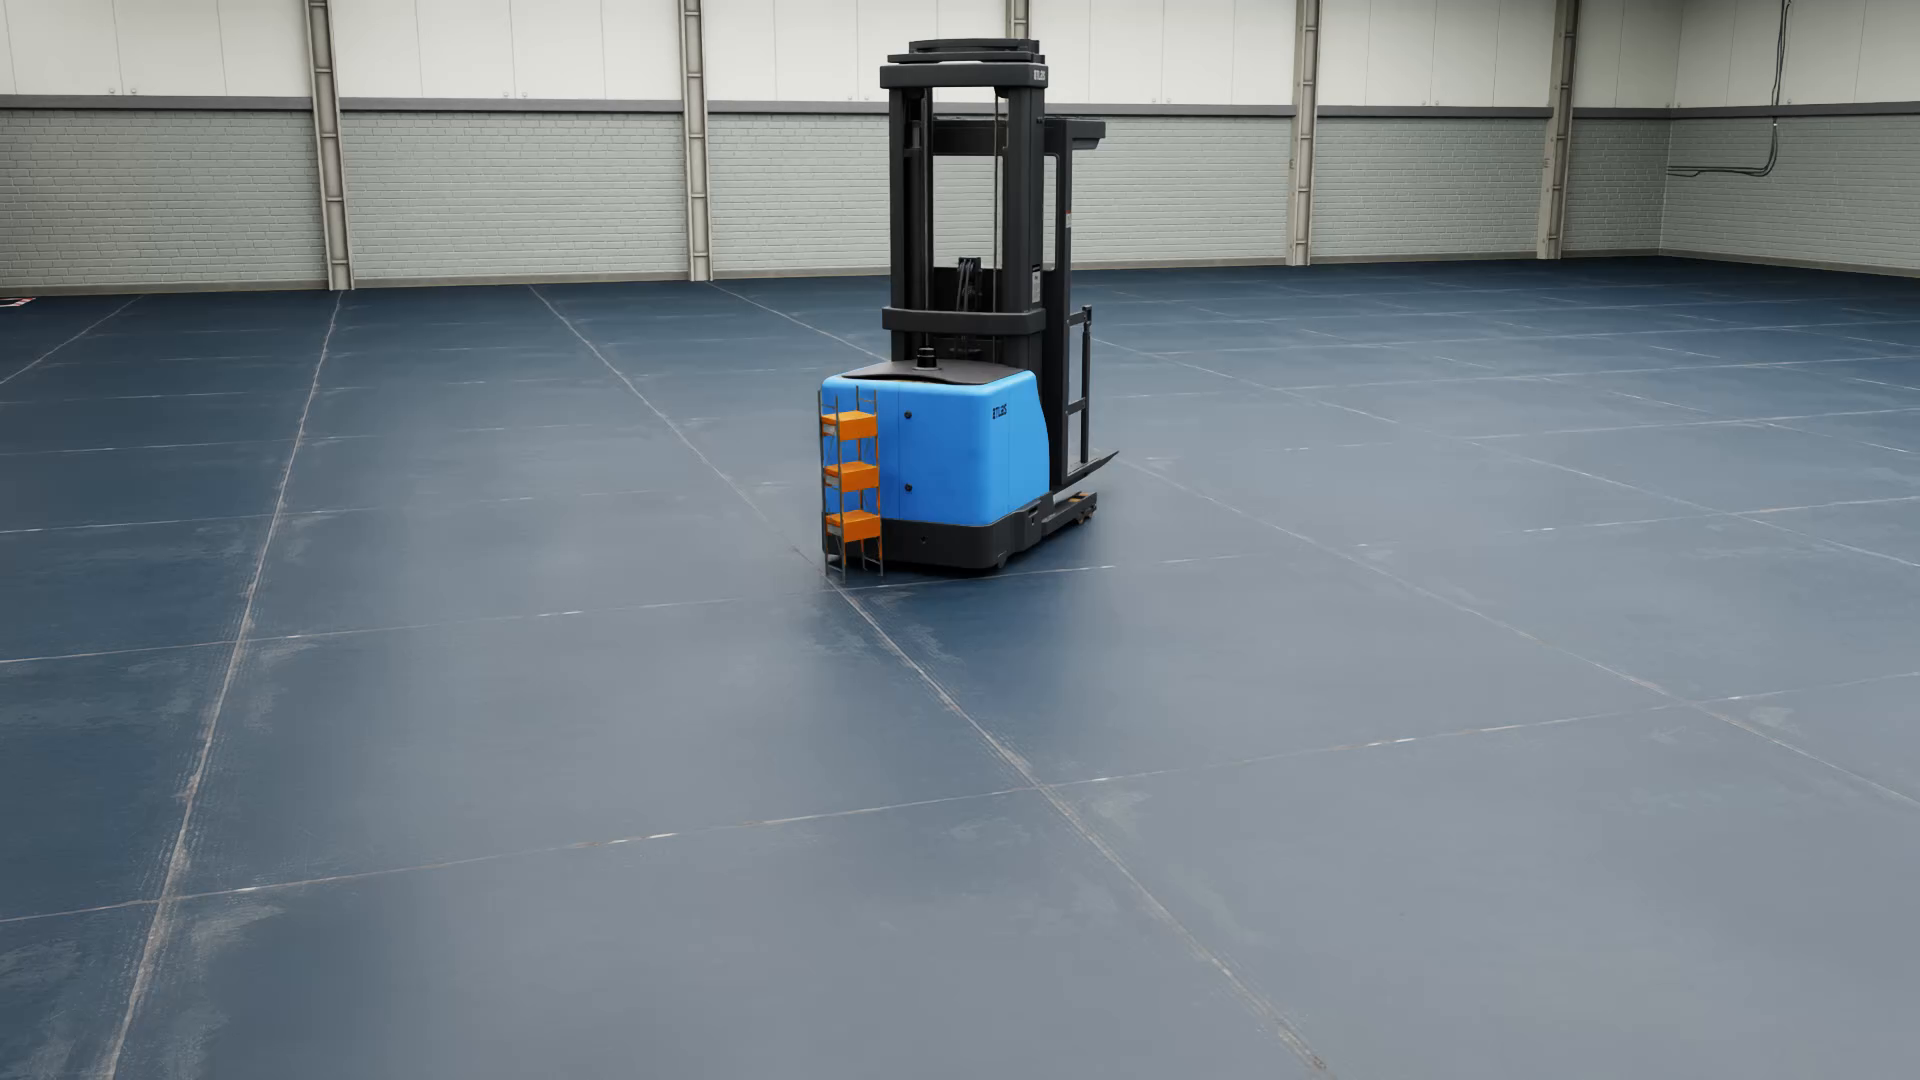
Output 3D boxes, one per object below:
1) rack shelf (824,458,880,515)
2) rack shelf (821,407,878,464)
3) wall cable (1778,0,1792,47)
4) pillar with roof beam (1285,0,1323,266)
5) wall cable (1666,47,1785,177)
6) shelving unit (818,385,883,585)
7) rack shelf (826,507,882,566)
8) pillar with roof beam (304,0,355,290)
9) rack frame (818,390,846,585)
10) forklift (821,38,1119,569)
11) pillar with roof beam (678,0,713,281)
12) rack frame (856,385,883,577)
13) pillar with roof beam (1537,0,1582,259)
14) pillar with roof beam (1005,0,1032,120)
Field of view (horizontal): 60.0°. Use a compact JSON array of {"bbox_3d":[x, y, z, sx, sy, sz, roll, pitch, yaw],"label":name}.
[{"bbox_3d":[-0.600,-0.292,9.126,0.240,0.259,0.215,-12,18,-34],"label":"rack shelf"},{"bbox_3d":[-0.606,-0.566,9.053,0.240,0.259,0.215,-12,18,-34],"label":"rack shelf"},{"bbox_3d":[16.521,-10.613,31.110,0.112,2.526,3.097,-4,14,-18],"label":"wall cable"},{"bbox_3d":[8.131,-8.945,28.303,0.400,9.000,9.100,-4,14,-18],"label":"pillar with roof beam"},{"bbox_3d":[15.658,-8.749,34.189,0.112,2.526,3.097,-4,14,-18],"label":"wall cable"},{"bbox_3d":[-0.600,-0.302,9.123,0.252,1.050,0.215,-12,18,-34],"label":"shelving unit"},{"bbox_3d":[-0.594,-0.024,9.197,0.240,0.259,0.215,-12,18,-34],"label":"rack shelf"},{"bbox_3d":[-8.929,-7.617,22.718,0.400,9.000,9.100,-4,14,-18],"label":"pillar with roof beam"},{"bbox_3d":[-0.699,-0.282,9.055,0.008,1.050,0.200,-12,18,-34],"label":"rack frame"},{"bbox_3d":[0.240,-1.559,10.365,1.130,2.935,3.031,6,14,22],"label":"forklift"},{"bbox_3d":[-3.243,-8.060,24.580,0.400,9.000,9.100,-4,14,-18],"label":"pillar with roof beam"},{"bbox_3d":[-0.500,-0.323,9.191,0.008,1.050,0.200,-12,18,-34],"label":"rack frame"},{"bbox_3d":[13.817,-9.388,30.165,0.400,9.000,9.100,-4,14,-18],"label":"pillar with roof beam"},{"bbox_3d":[2.444,-8.502,26.442,0.400,9.000,9.100,-4,14,-18],"label":"pillar with roof beam"}]
